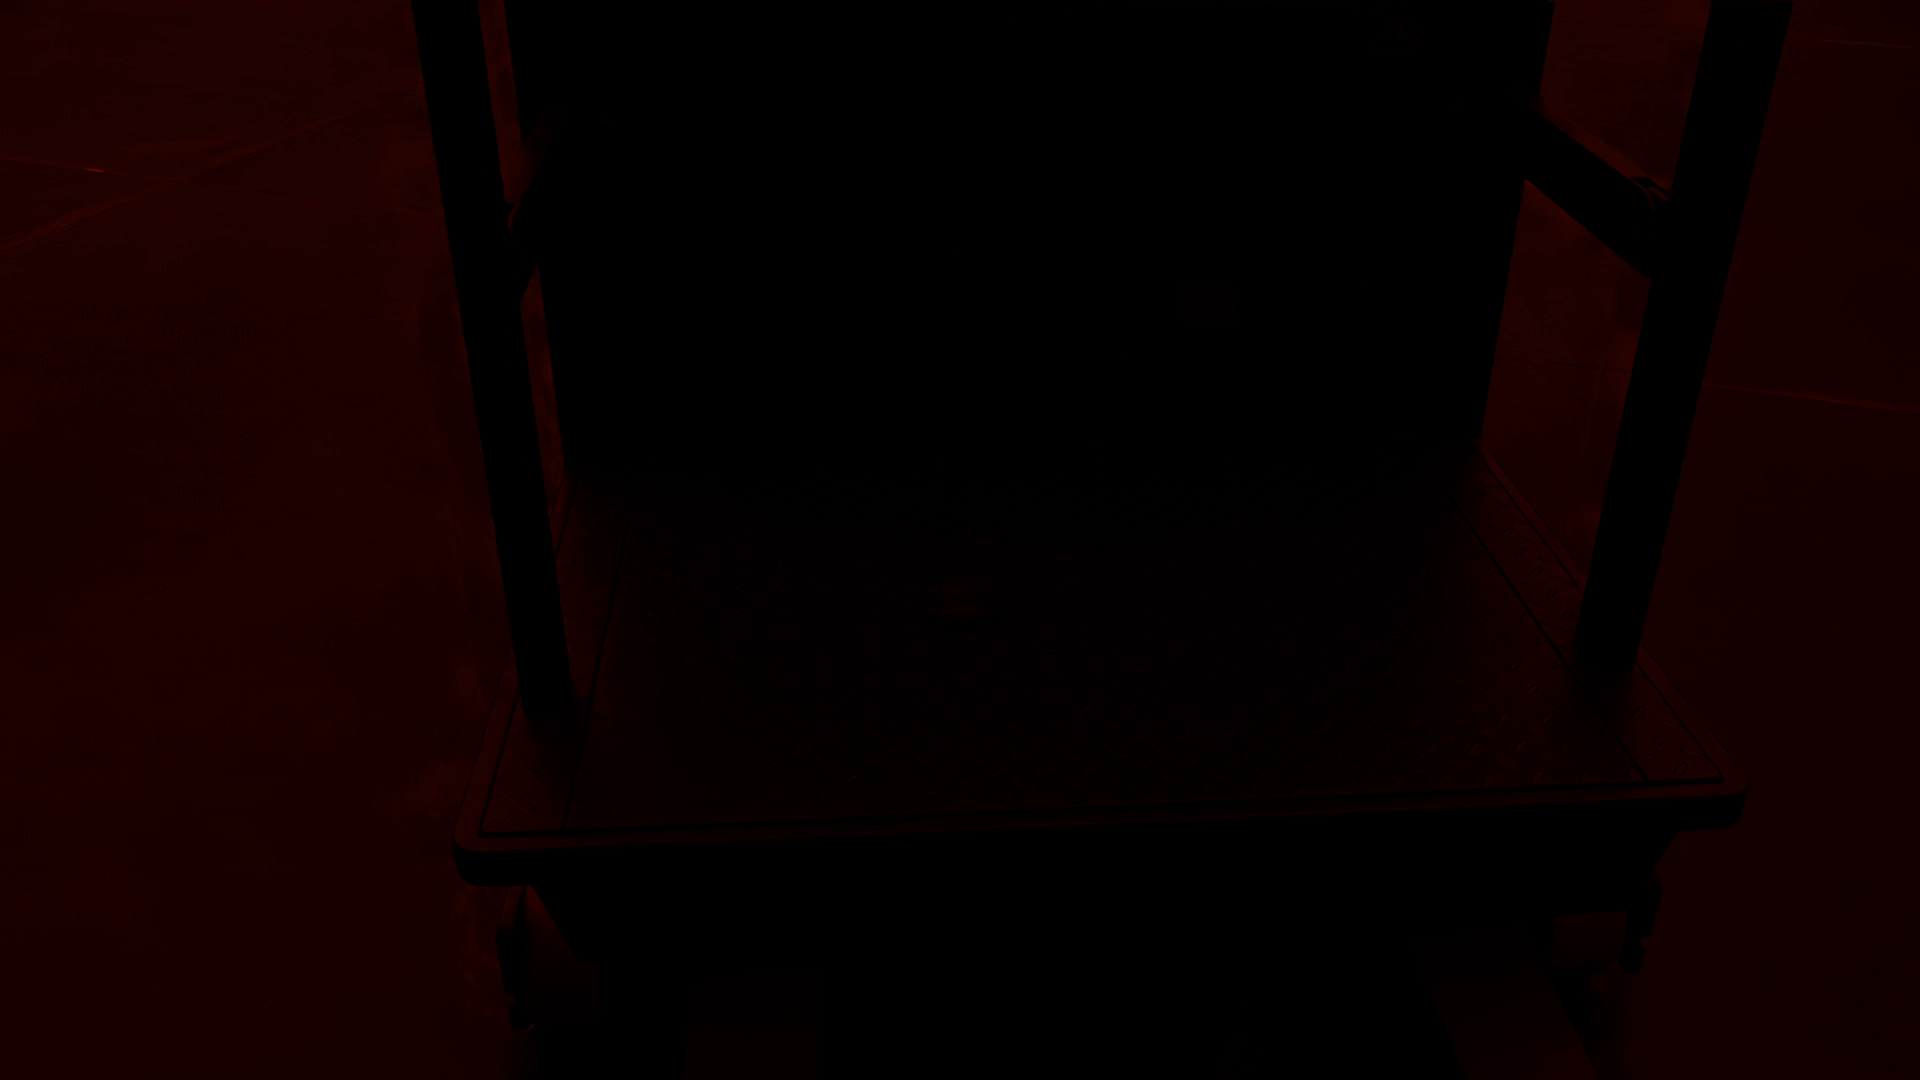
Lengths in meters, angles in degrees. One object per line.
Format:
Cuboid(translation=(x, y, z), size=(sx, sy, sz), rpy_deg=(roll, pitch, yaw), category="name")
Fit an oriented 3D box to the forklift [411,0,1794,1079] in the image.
Cuboid(translation=(0.097, -0.966, 1.232), size=(1.130, 2.935, 3.031), rpy_deg=(-2, 30, -4), category="forklift")
